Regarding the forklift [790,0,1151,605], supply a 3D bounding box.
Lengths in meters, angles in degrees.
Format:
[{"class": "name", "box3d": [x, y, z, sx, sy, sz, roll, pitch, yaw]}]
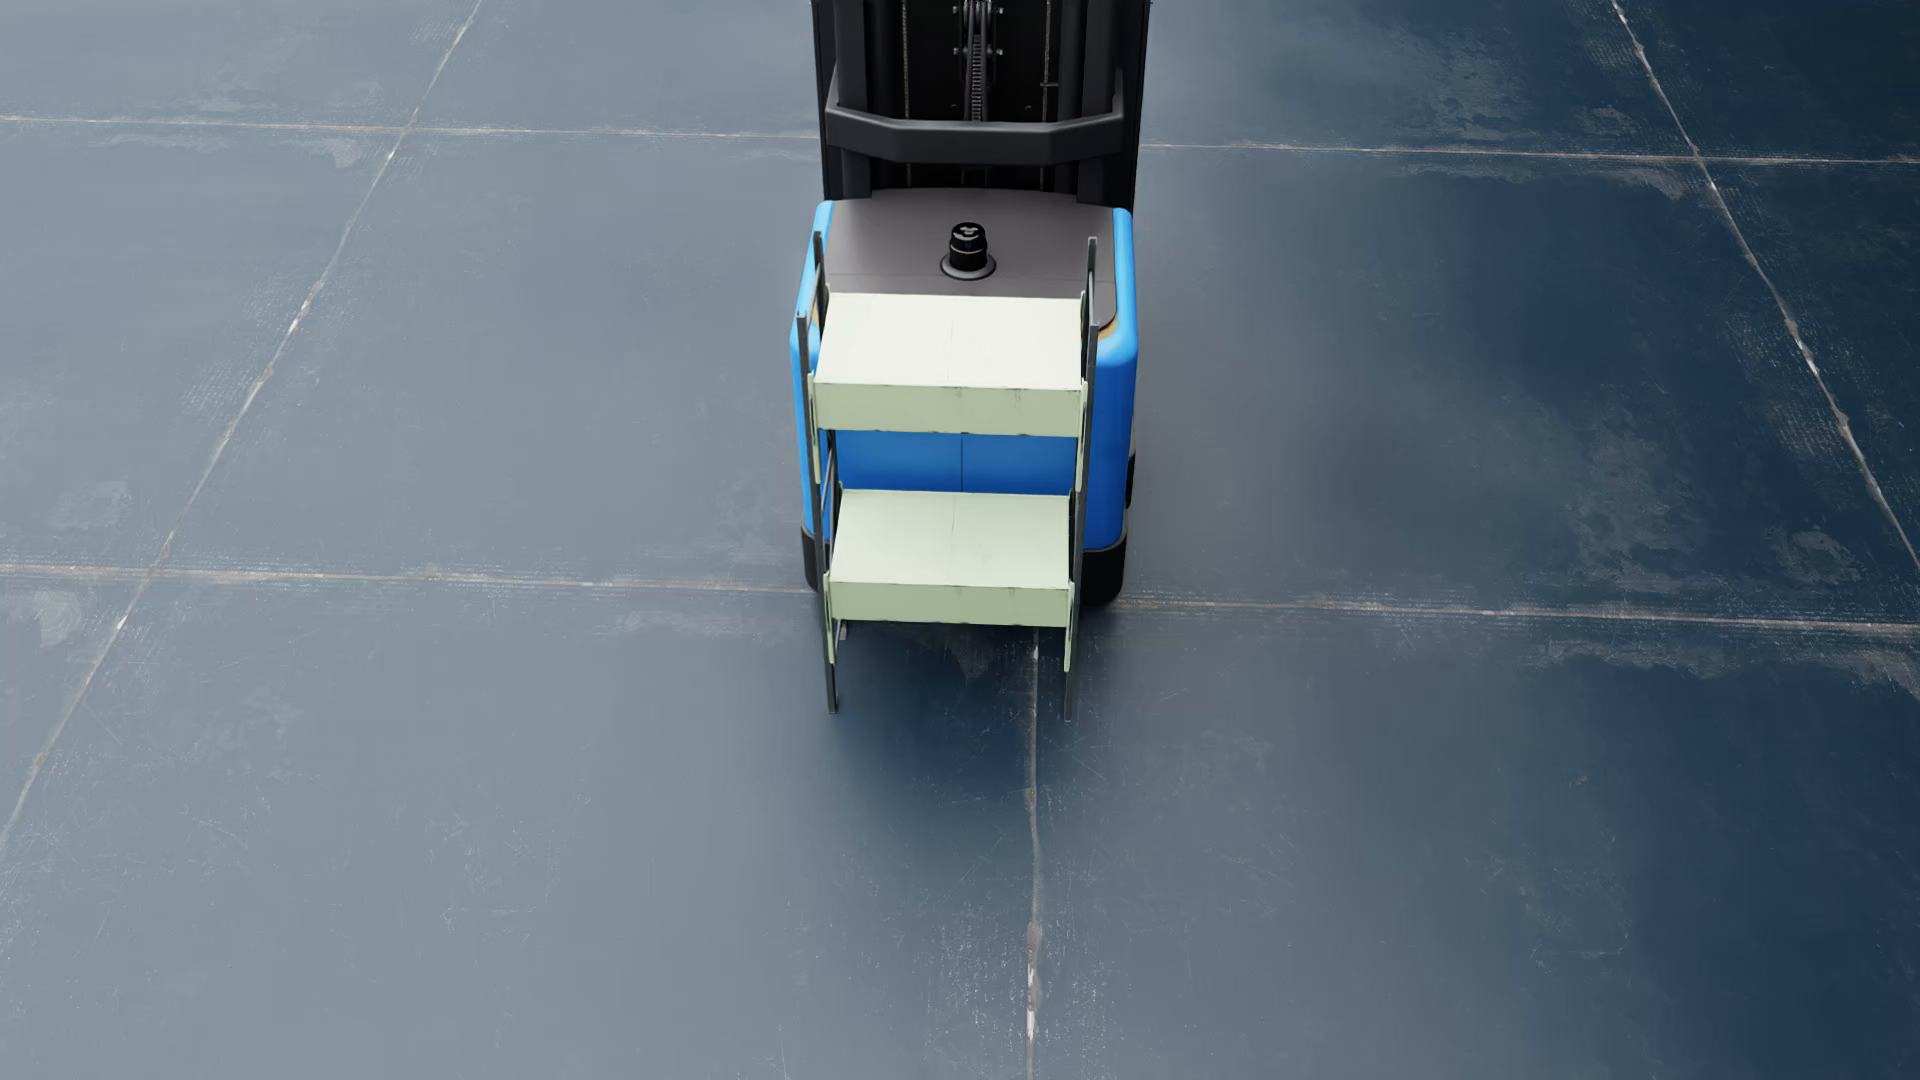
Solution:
[{"class": "forklift", "box3d": [0.078, -1.853, 5.588, 1.130, 2.935, 3.031, 2, 43, 2]}]

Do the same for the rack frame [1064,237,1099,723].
[{"class": "rack frame", "box3d": [0.343, -0.119, 4.777, 0.023, 1.500, 0.400, 2, 43, 2]}]

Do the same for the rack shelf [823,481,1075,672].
[{"class": "rack shelf", "box3d": [-0.023, 0.108, 5.012, 0.720, 0.370, 0.431, 2, 43, 2]}]

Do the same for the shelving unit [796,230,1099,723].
[{"class": "shelving unit", "box3d": [-0.023, -0.131, 4.790, 0.755, 1.500, 0.431, 2, 43, 2]}]

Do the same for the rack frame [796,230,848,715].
[{"class": "rack frame", "box3d": [-0.389, -0.143, 4.803, 0.023, 1.500, 0.400, 2, 43, 2]}]

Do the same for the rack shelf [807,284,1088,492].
[{"class": "rack shelf", "box3d": [-0.023, -0.416, 4.524, 0.720, 0.370, 0.431, 2, 43, 2]}]
